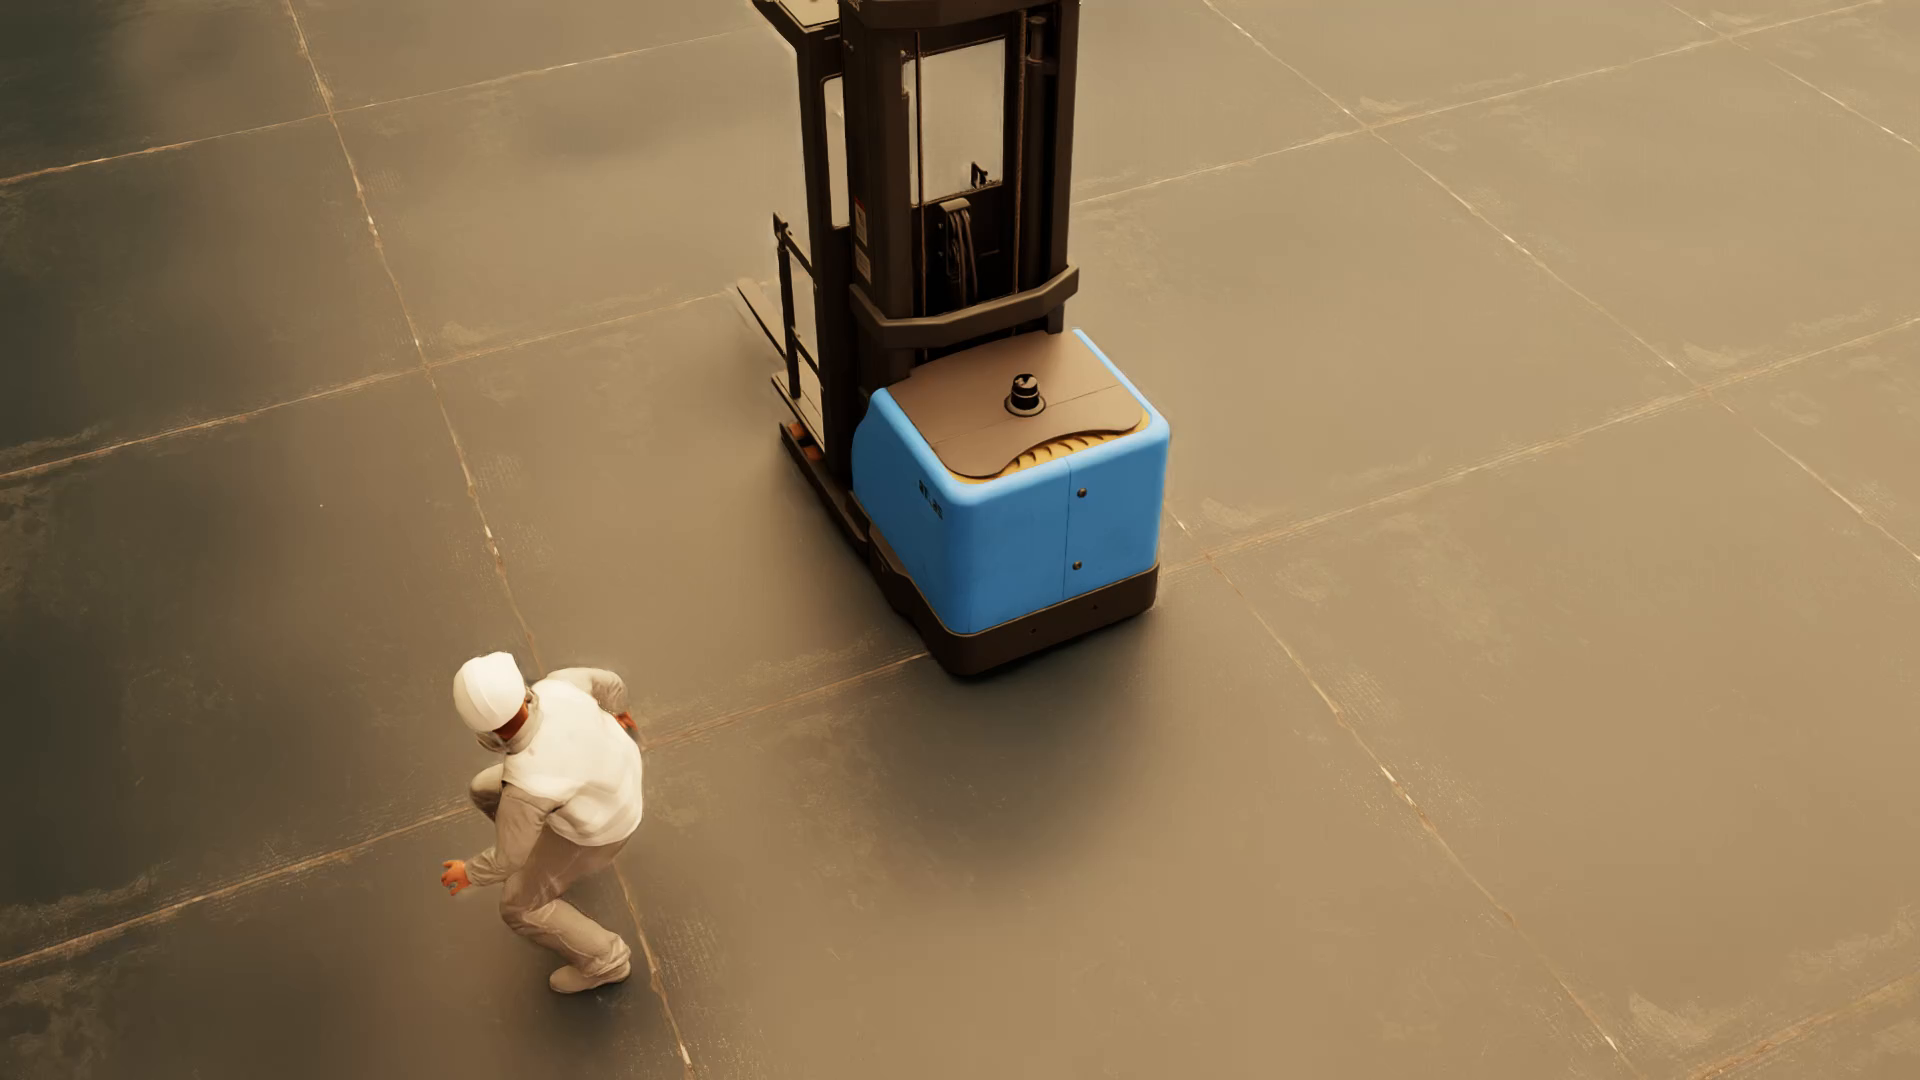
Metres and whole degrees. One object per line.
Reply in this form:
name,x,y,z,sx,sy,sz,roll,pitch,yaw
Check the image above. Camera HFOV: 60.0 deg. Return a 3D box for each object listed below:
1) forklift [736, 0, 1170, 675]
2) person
forklift,-0.234,-1.499,7.287,1.130,2.935,3.031,-19,46,-19
person,-1.457,0.883,5.786,0.688,1.547,0.772,-2,43,-2
